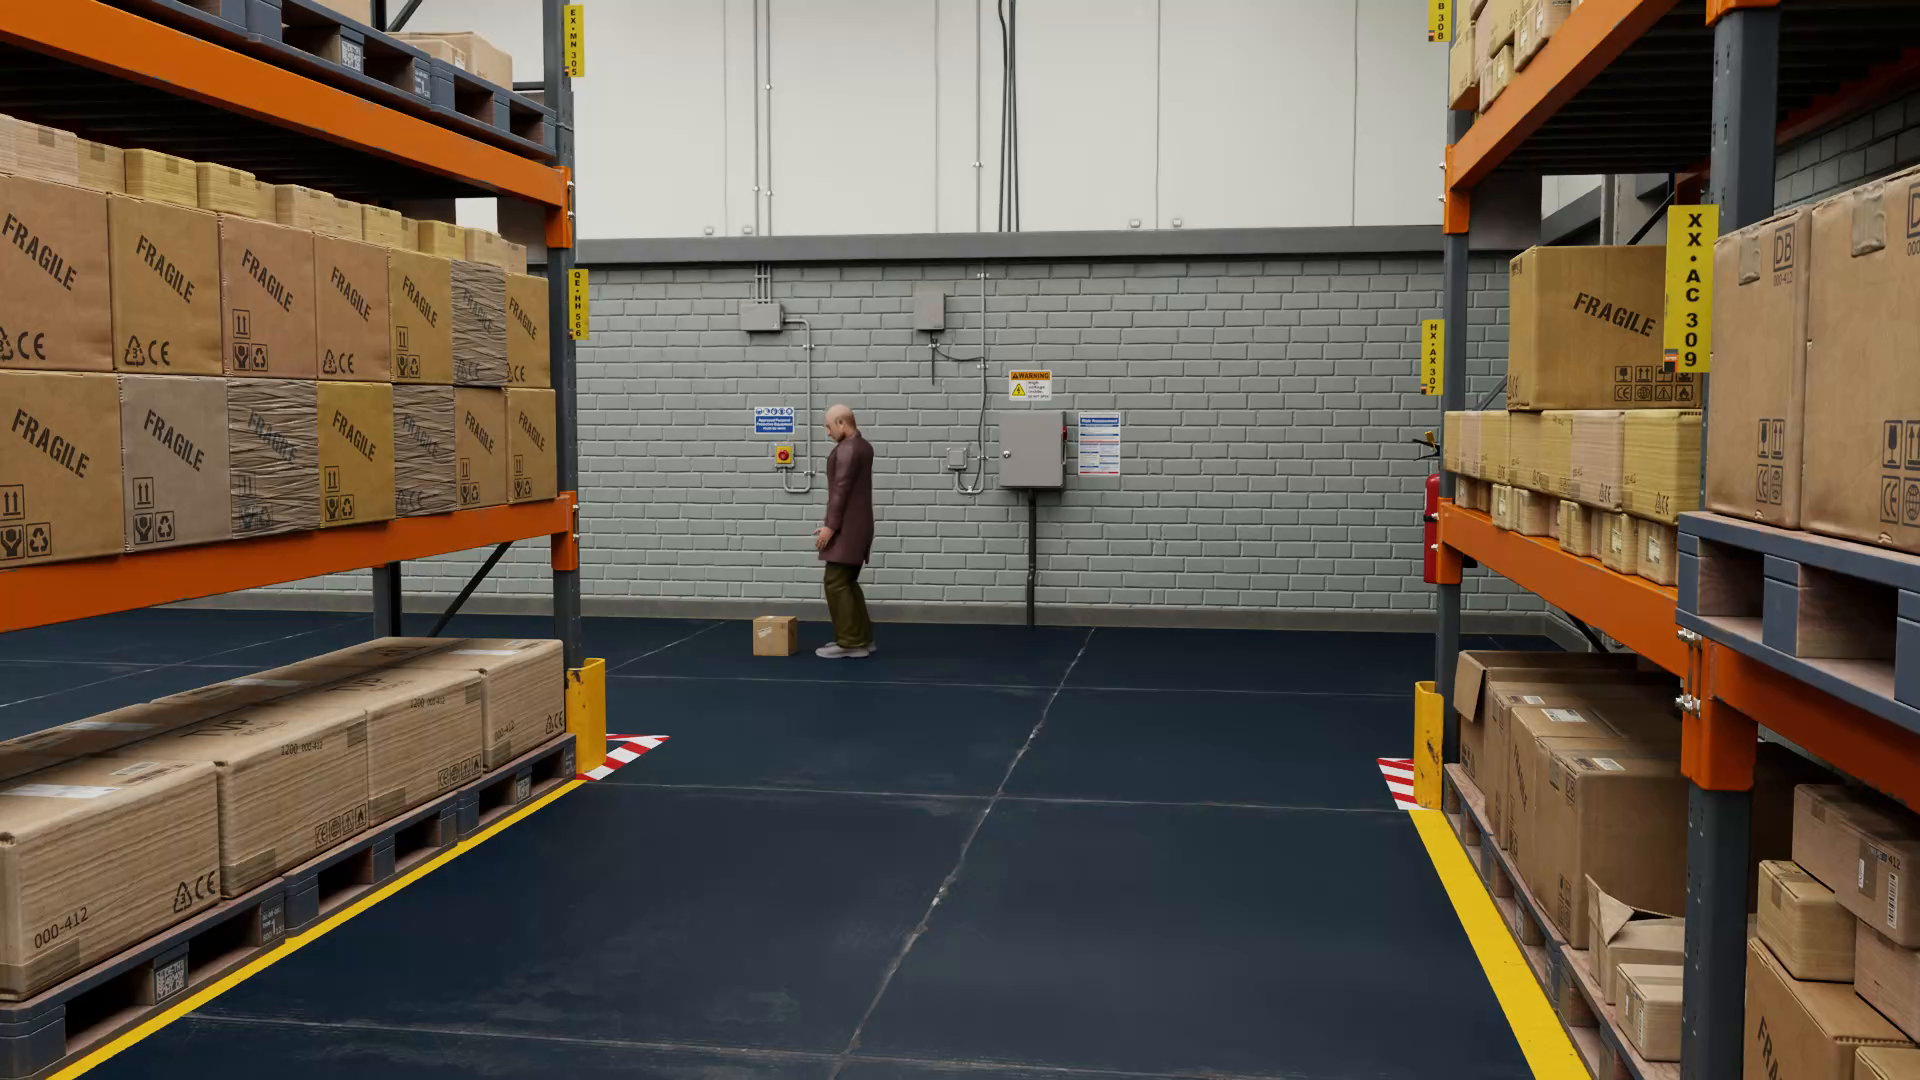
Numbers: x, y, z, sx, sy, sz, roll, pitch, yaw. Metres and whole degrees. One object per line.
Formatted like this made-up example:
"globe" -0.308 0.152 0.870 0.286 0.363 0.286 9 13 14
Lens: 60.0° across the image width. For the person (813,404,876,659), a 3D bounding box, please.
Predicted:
"person" -0.803 -0.061 11.583 0.380 1.757 0.572 1 4 10
